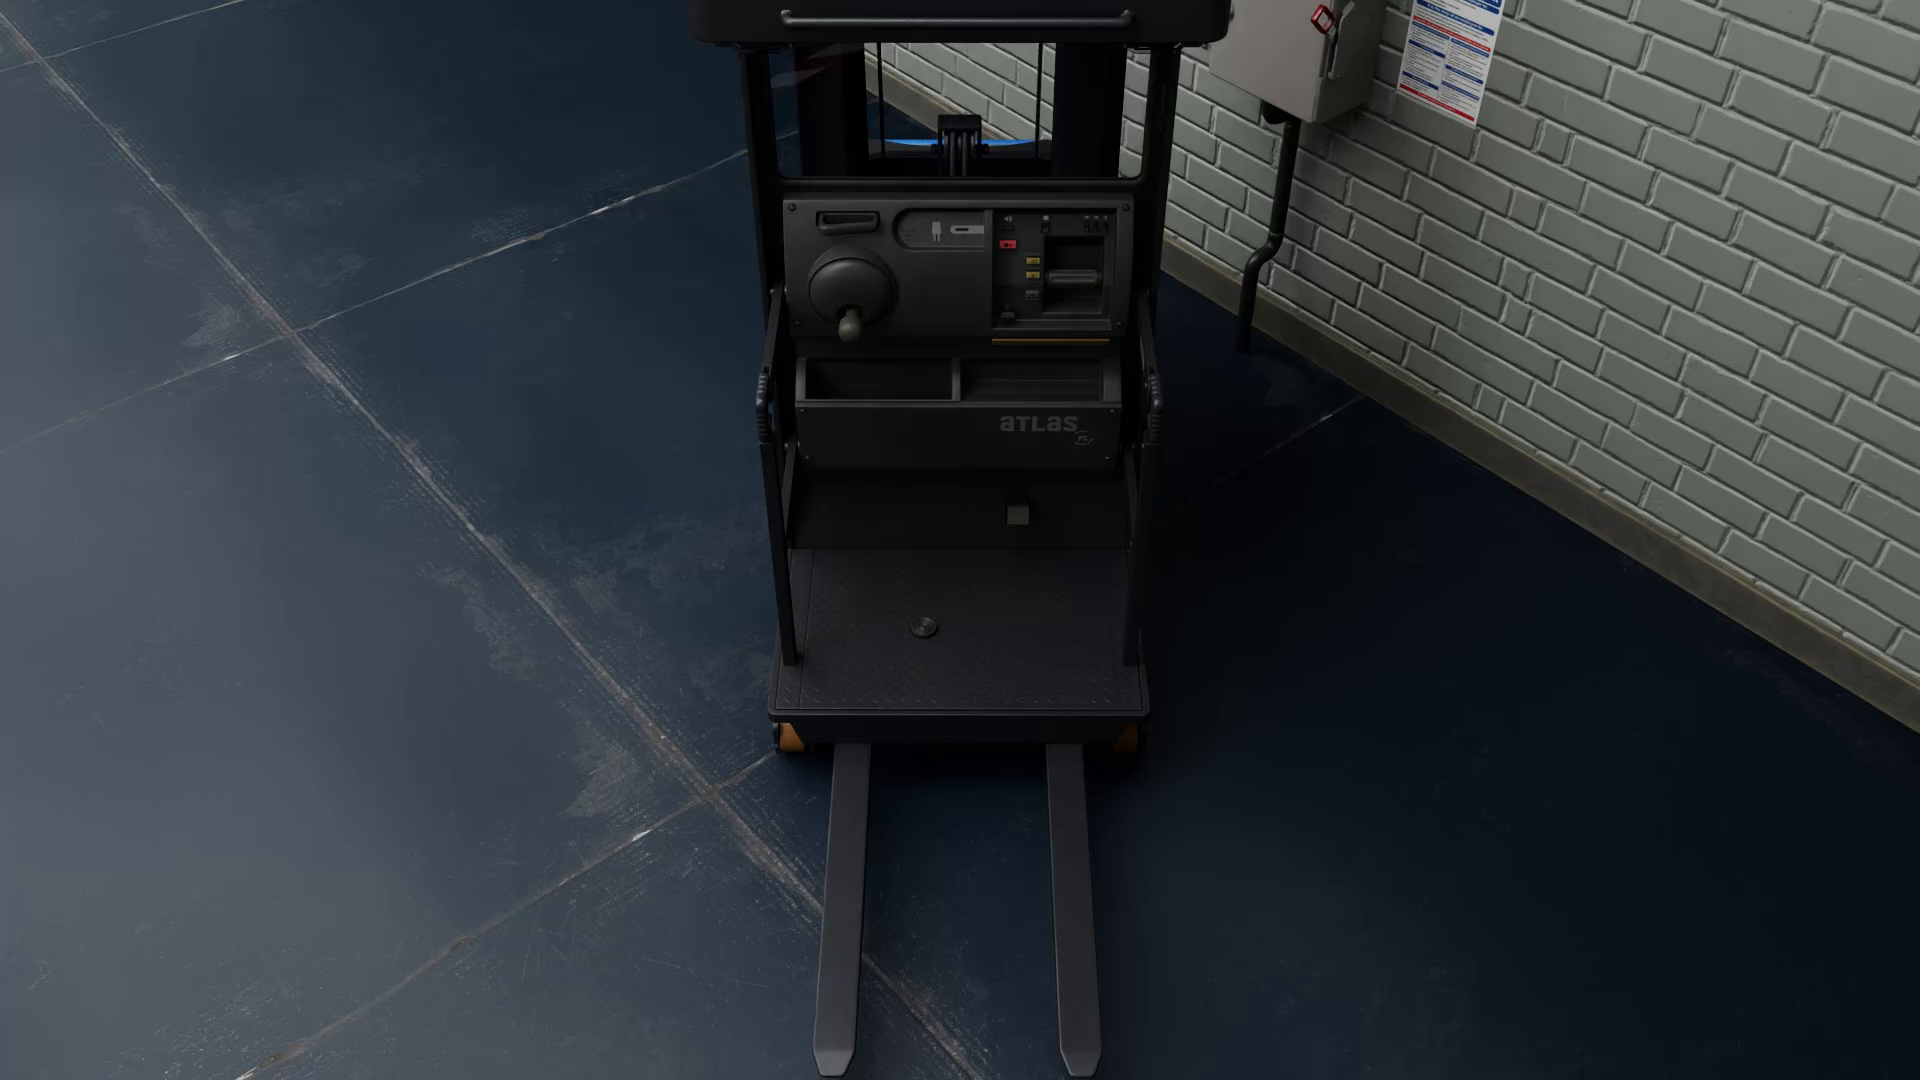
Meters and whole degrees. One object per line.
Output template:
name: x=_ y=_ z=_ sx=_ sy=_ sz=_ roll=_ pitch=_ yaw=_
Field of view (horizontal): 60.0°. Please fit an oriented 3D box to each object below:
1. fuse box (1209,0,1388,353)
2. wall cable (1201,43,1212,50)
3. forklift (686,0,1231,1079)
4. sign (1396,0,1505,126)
fuse box: x=1.102 y=-1.350 z=5.938 sx=0.414 sy=1.711 sz=0.539 roll=-30 pitch=51 yaw=-28
wall cable: x=0.785 y=-2.618 z=5.604 sx=0.122 sy=1.984 sz=0.588 roll=-30 pitch=51 yaw=-28
forklift: x=-0.002 y=-0.639 z=4.290 sx=1.130 sy=2.935 sz=3.031 roll=0 pitch=43 yaw=0
sign: x=1.578 y=-1.617 z=5.350 sx=0.001 sy=0.494 sz=0.329 roll=-30 pitch=51 yaw=-28
